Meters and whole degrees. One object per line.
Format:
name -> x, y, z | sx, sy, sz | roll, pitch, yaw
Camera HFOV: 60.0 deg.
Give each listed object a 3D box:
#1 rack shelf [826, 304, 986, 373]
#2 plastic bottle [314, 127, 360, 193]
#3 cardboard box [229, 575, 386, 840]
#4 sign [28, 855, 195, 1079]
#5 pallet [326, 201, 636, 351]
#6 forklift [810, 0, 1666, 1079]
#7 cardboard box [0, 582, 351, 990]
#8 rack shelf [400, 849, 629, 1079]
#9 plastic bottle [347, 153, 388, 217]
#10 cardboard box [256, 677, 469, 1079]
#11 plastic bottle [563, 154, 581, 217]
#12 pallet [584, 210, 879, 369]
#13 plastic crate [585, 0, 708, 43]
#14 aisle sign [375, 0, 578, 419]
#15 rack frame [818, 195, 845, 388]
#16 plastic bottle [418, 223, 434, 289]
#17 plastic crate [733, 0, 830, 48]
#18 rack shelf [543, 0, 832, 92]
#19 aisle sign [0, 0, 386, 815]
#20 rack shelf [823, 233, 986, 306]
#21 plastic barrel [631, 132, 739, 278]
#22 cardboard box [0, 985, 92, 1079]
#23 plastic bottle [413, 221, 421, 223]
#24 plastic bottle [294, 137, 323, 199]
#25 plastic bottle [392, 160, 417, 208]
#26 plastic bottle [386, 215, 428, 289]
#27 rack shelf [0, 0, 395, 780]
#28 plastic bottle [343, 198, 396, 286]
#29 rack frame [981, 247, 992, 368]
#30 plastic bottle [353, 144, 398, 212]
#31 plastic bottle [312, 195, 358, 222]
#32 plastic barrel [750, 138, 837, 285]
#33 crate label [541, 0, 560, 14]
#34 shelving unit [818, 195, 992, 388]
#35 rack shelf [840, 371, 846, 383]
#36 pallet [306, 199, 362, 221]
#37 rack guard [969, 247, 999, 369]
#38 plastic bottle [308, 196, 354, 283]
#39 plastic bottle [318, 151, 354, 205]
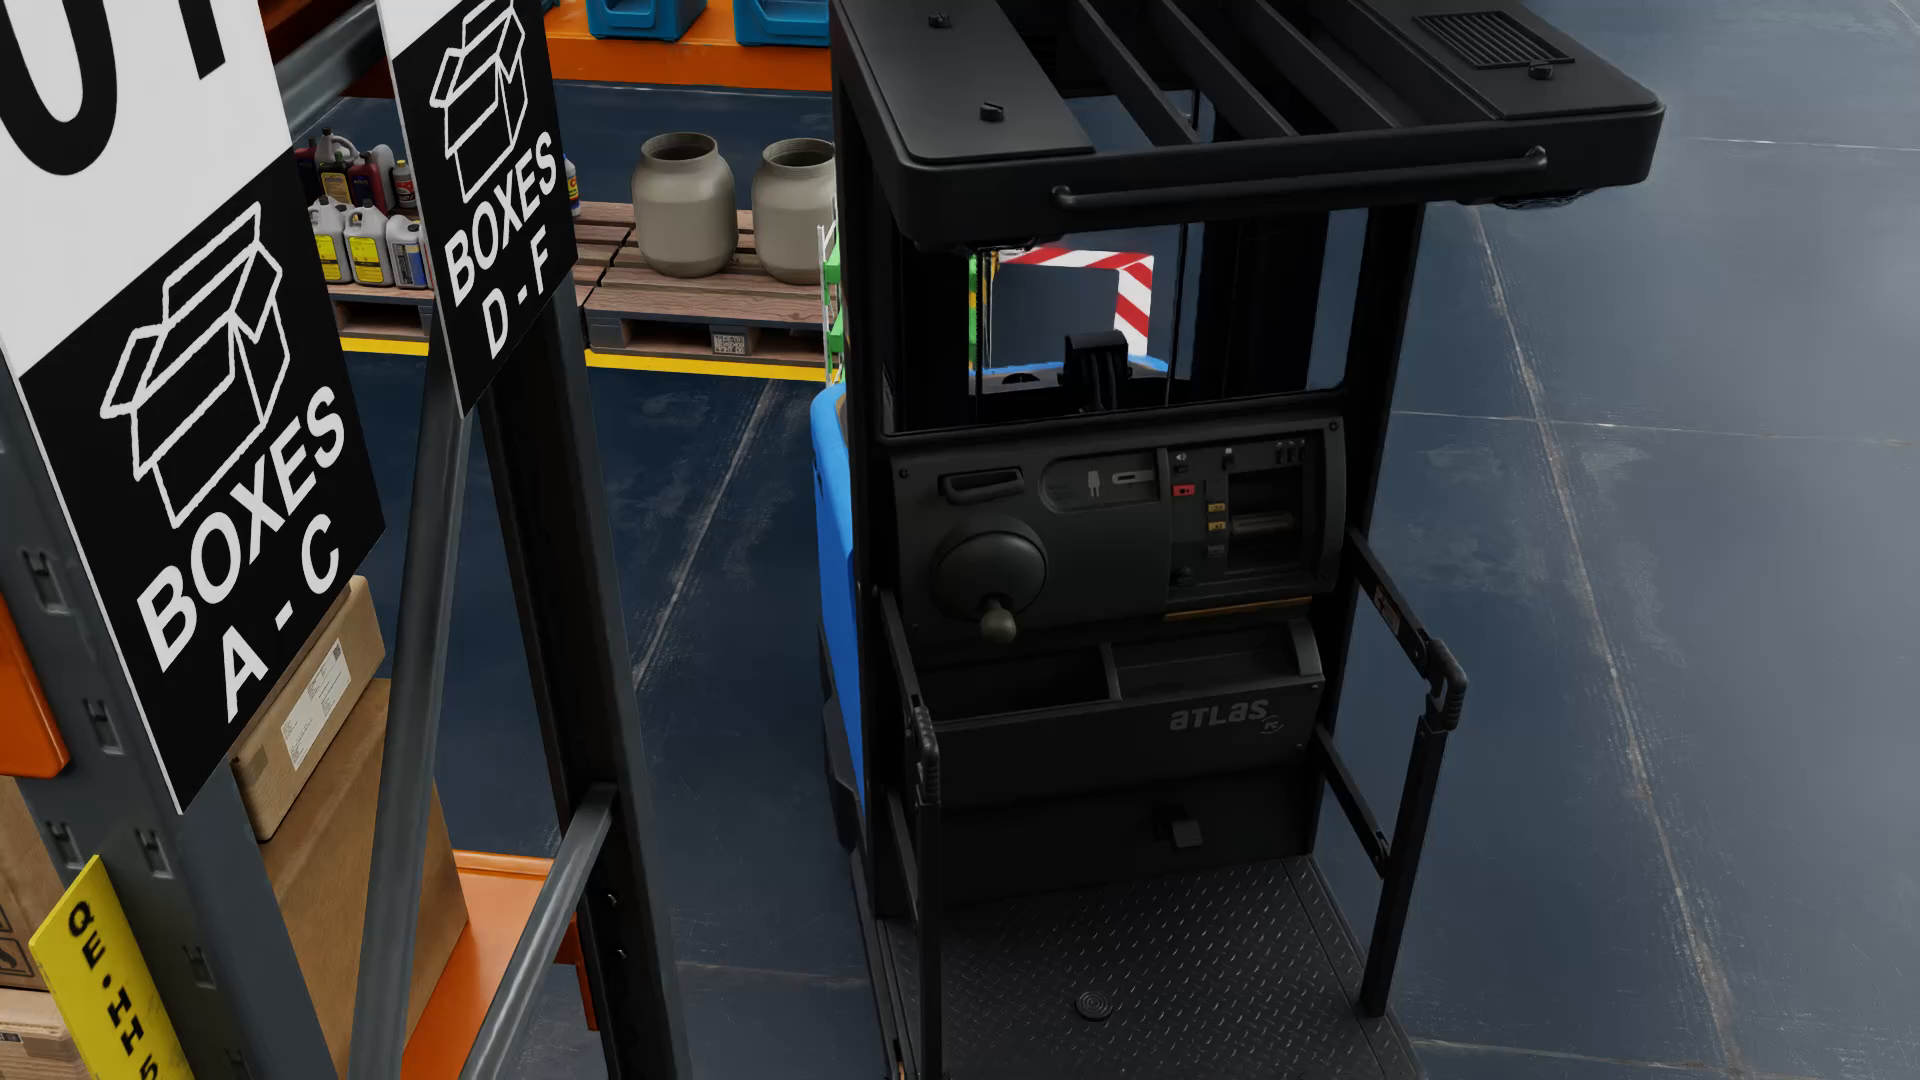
rack shelf -> -0.164, -0.644, 5.316 | 0.480, 0.148, 0.258 | 4, 36, 6
plastic bottle -> -2.761, -1.665, 7.403 | 0.185, 0.351, 0.144 | 4, 36, 6
cardboard box -> -0.977, 0.208, 2.232 | 0.250, 0.149, 0.380 | 4, 36, 6
sign -> -0.698, 0.410, 1.393 | 0.005, 0.325, 0.100 | 4, 36, 6
pallet -> -2.073, -1.186, 7.231 | 1.213, 0.211, 1.003 | 4, 36, 6
forklift -> 0.372, 0.040, 3.170 | 1.130, 2.935, 3.031 | -7, 36, -9
cardboard box -> -1.129, 0.051, 1.893 | 0.500, 0.500, 0.700 | 4, 36, 6
rack shelf -> -2.599, 0.811, 2.651 | 4.000, 0.370, 1.077 | 4, 36, 6
plastic bottle -> -2.614, -1.562, 7.316 | 0.133, 0.283, 0.061 | 4, 36, 6
cardboard box -> -1.076, 0.583, 2.265 | 0.500, 0.500, 0.700 | 4, 36, 6
plastic bottle -> -1.739, -1.570, 7.338 | 0.097, 0.271, 0.097 | 0, 36, 0
pallet -> -0.867, -1.095, 7.102 | 1.213, 0.211, 1.003 | 4, 36, 6
plastic crate -> -1.158, -2.043, 6.159 | 0.408, 0.251, 0.499 | 4, 36, 6
aisle sign -> -0.511, -0.564, 1.720 | 0.004, 0.787, 0.394 | 4, 36, 6
rack frame -> -0.406, -0.519, 5.444 | 0.015, 1.200, 0.240 | 4, 36, 6
plastic bottle -> -2.104, -1.176, 6.782 | 0.135, 0.276, 0.152 | 5, 36, 6
plastic crate -> -0.515, -1.992, 6.087 | 0.616, 0.251, 0.499 | 4, 36, 6
rack shelf -> -1.964, -2.043, 6.650 | 4.000, 0.370, 1.077 | 4, 36, 6
aisle sign -> -0.587, -0.218, 1.236 | 0.004, 0.787, 0.394 | 4, 36, 6
rack shelf -> -0.164, -0.839, 5.177 | 0.480, 0.148, 0.258 | 4, 36, 6
plastic barrel -> -1.140, -1.388, 6.893 | 0.421, 0.512, 0.421 | 0, 36, 0
cardboard box -> -1.018, 0.443, 1.903 | 0.250, 0.149, 0.380 | 4, 36, 5
plastic bottle -> -2.244, -1.229, 6.921 | 0.097, 0.201, 0.097 | 0, 36, 0
plastic bottle -> -2.915, -1.674, 7.472 | 0.133, 0.283, 0.061 | 7, 36, 9
plastic bottle -> -2.480, -1.597, 7.436 | 0.097, 0.201, 0.097 | 0, 36, 0
plastic bottle -> -2.242, -1.186, 6.796 | 0.135, 0.276, 0.152 | 3, 36, 5
rack shelf -> -2.599, -0.410, 1.780 | 4.000, 0.370, 1.077 | 4, 36, 6
plastic bottle -> -2.407, -1.227, 6.788 | 0.185, 0.351, 0.144 | 6, 36, 8
rack frame -> 0.078, -0.483, 5.393 | 0.015, 1.200, 0.240 | 4, 36, 6
plastic bottle -> -2.601, -1.620, 7.404 | 0.135, 0.276, 0.152 | 5, 36, 7
plastic bottle -> -2.597, -1.297, 6.952 | 0.135, 0.276, 0.152 | 4, 36, 6
plastic barrel -> -0.643, -1.351, 6.841 | 0.421, 0.512, 0.421 | 0, 36, 0
crate label -> -1.840, -2.183, 6.196 | 0.616, 0.435, 0.502 | 4, 36, 6
shelving unit -> -0.164, -0.501, 5.419 | 0.503, 1.200, 0.258 | 4, 36, 6
rack shelf -> -0.164, -0.449, 5.456 | 0.480, 0.148, 0.258 | 4, 36, 6
pallet -> -3.287, -1.275, 7.355 | 1.213, 0.211, 1.003 | 4, 36, 6
rack guard -> -0.062, -1.149, 6.930 | 0.348, 0.500, 1.175 | 4, 36, 6
plastic bottle -> -2.591, -1.241, 6.808 | 0.185, 0.351, 0.144 | 4, 36, 6
plastic bottle -> -2.749, -1.577, 7.337 | 0.133, 0.283, 0.061 | 4, 36, 6
